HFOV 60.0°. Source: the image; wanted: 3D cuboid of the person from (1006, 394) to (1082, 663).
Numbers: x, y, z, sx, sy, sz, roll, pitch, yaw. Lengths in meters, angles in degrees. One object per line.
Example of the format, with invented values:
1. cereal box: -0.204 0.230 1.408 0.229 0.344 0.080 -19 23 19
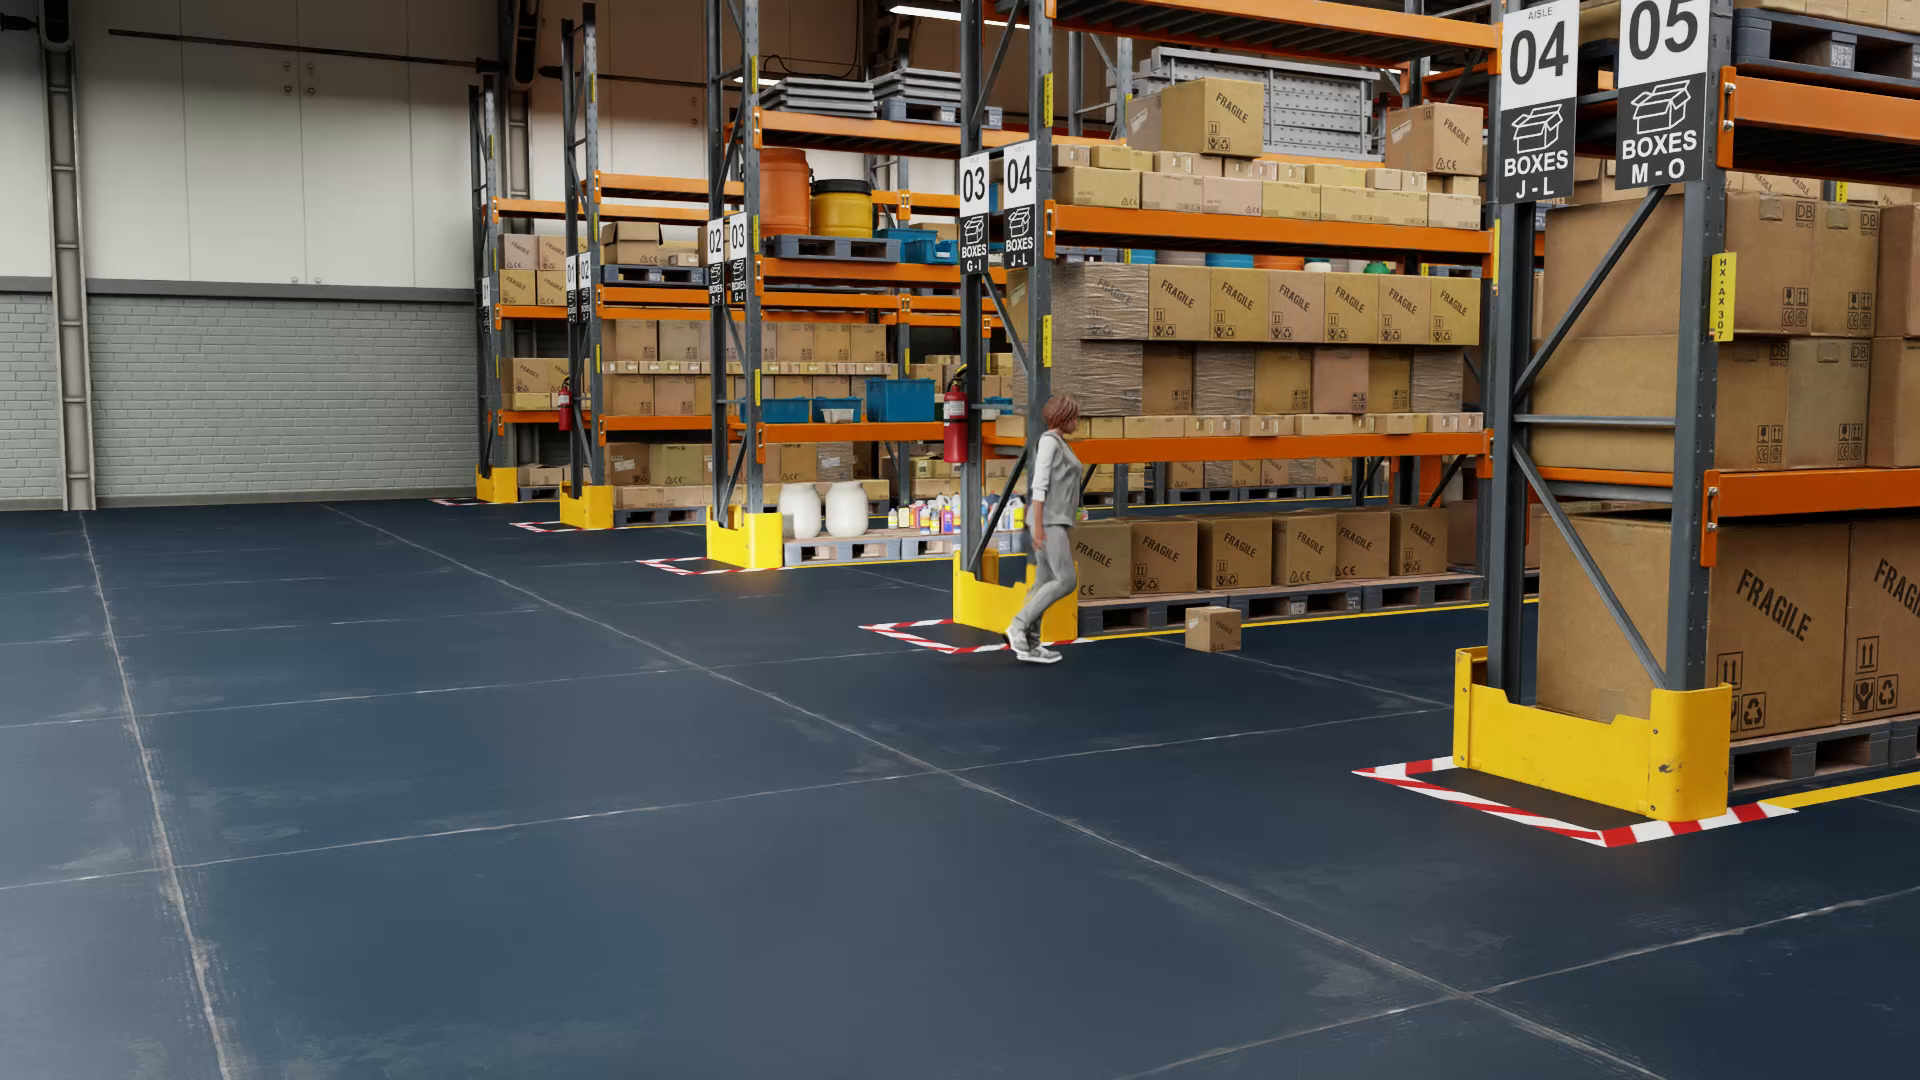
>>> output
1. person: 0.500 -0.059 9.785 0.428 1.577 0.514 1 5 12
